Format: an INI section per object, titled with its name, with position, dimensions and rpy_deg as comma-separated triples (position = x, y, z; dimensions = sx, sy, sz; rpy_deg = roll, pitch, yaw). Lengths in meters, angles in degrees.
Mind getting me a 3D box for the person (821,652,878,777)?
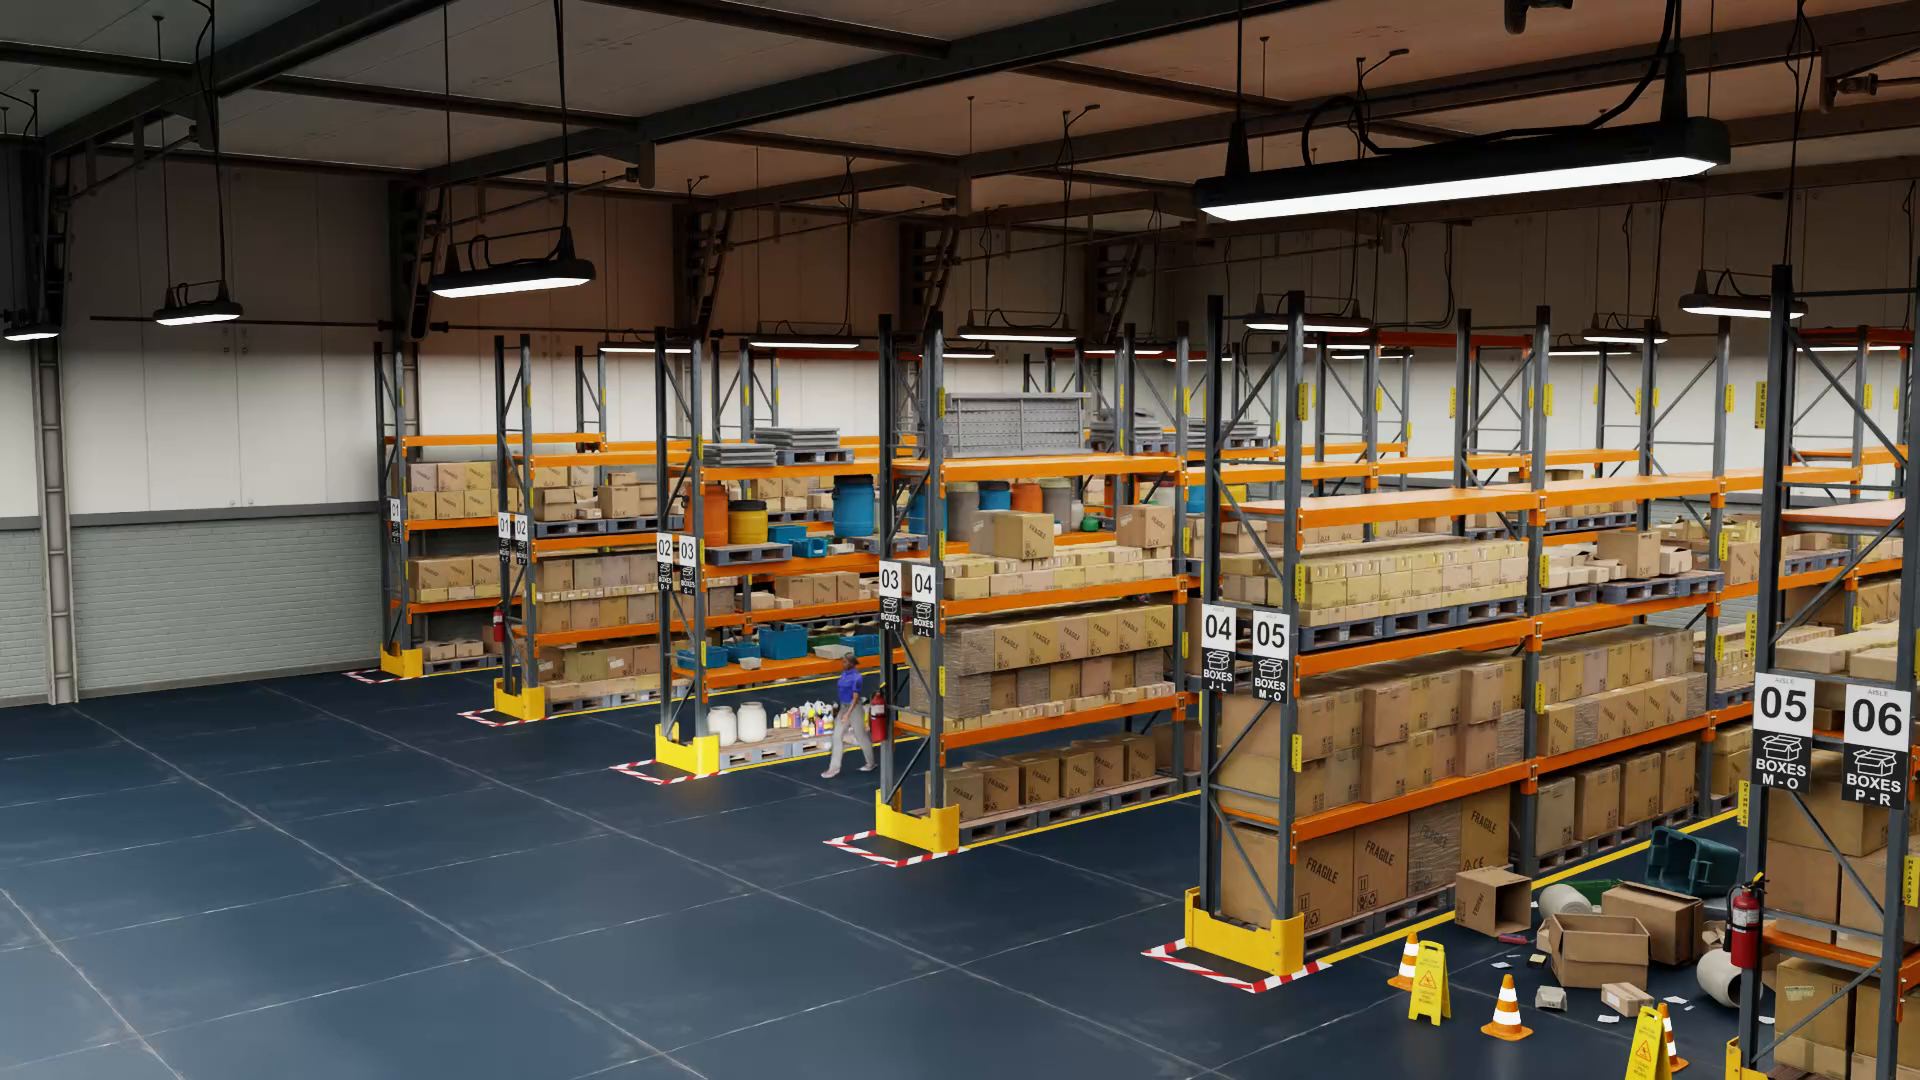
[person]
position = -1.477, 2.322, 22.268
dimensions = 0.817, 1.653, 0.463
rpy_deg = -4, 7, -39
